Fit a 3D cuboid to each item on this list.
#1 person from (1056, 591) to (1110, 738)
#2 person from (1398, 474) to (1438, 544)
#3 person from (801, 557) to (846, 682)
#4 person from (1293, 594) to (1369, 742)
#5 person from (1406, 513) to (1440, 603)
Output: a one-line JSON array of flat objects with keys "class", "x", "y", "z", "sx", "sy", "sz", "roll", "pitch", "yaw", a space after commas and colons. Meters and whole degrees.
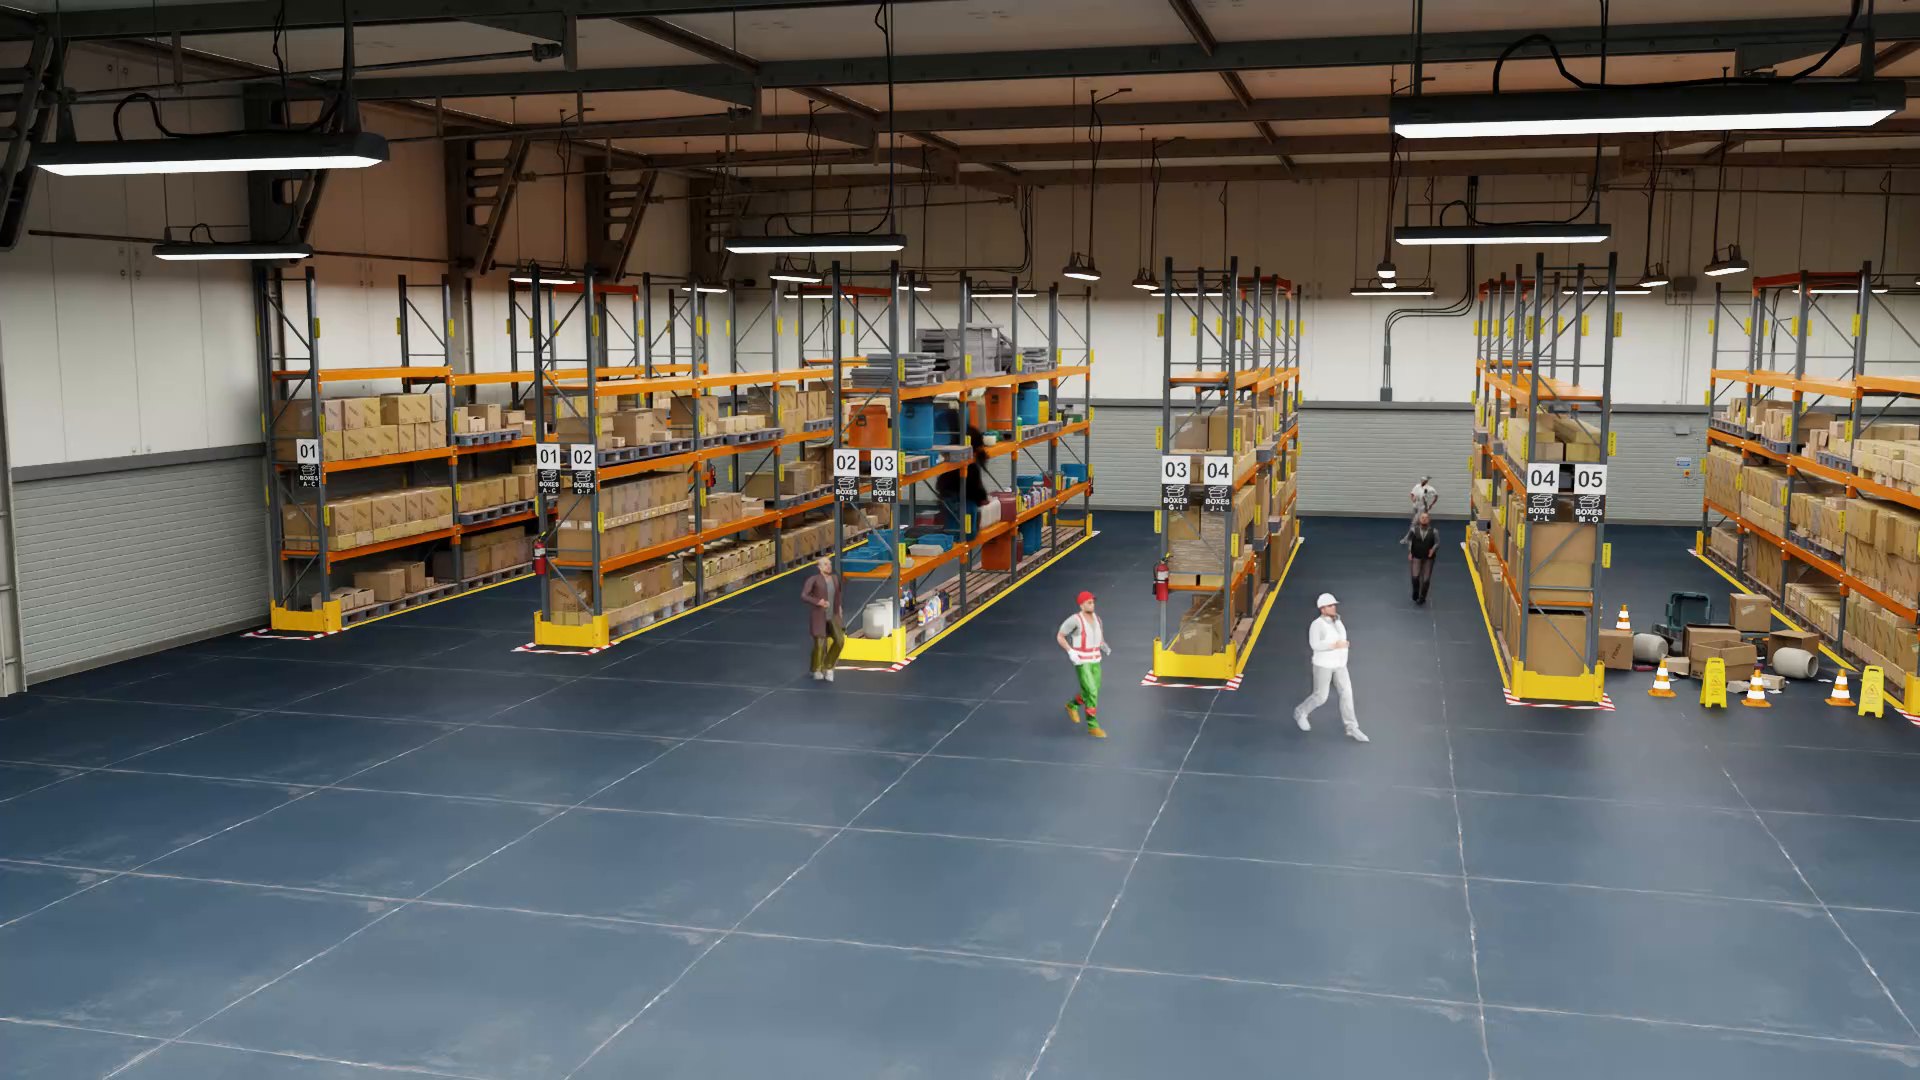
[{"class": "person", "x": 1.533, "y": 1.514, "z": 20.622, "sx": 0.663, "sy": 1.777, "sz": 0.802, "roll": -6, "pitch": 9, "yaw": -40}, {"class": "person", "x": 10.743, "y": -0.736, "z": 38.790, "sx": 0.968, "sy": 1.624, "sz": 0.683, "roll": -6, "pitch": 10, "yaw": -41}, {"class": "person", "x": -1.898, "y": 1.135, "z": 23.667, "sx": 0.720, "sy": 1.784, "sz": 0.658, "roll": -4, "pitch": 8, "yaw": -30}, {"class": "person", "x": 4.558, "y": 1.529, "z": 20.360, "sx": 0.665, "sy": 1.744, "sz": 1.025, "roll": -5, "pitch": 9, "yaw": -34}, {"class": "person", "x": 8.443, "y": 0.340, "z": 30.332, "sx": 0.597, "sy": 1.675, "sz": 0.640, "roll": 2, "pitch": 8, "yaw": 15}]
